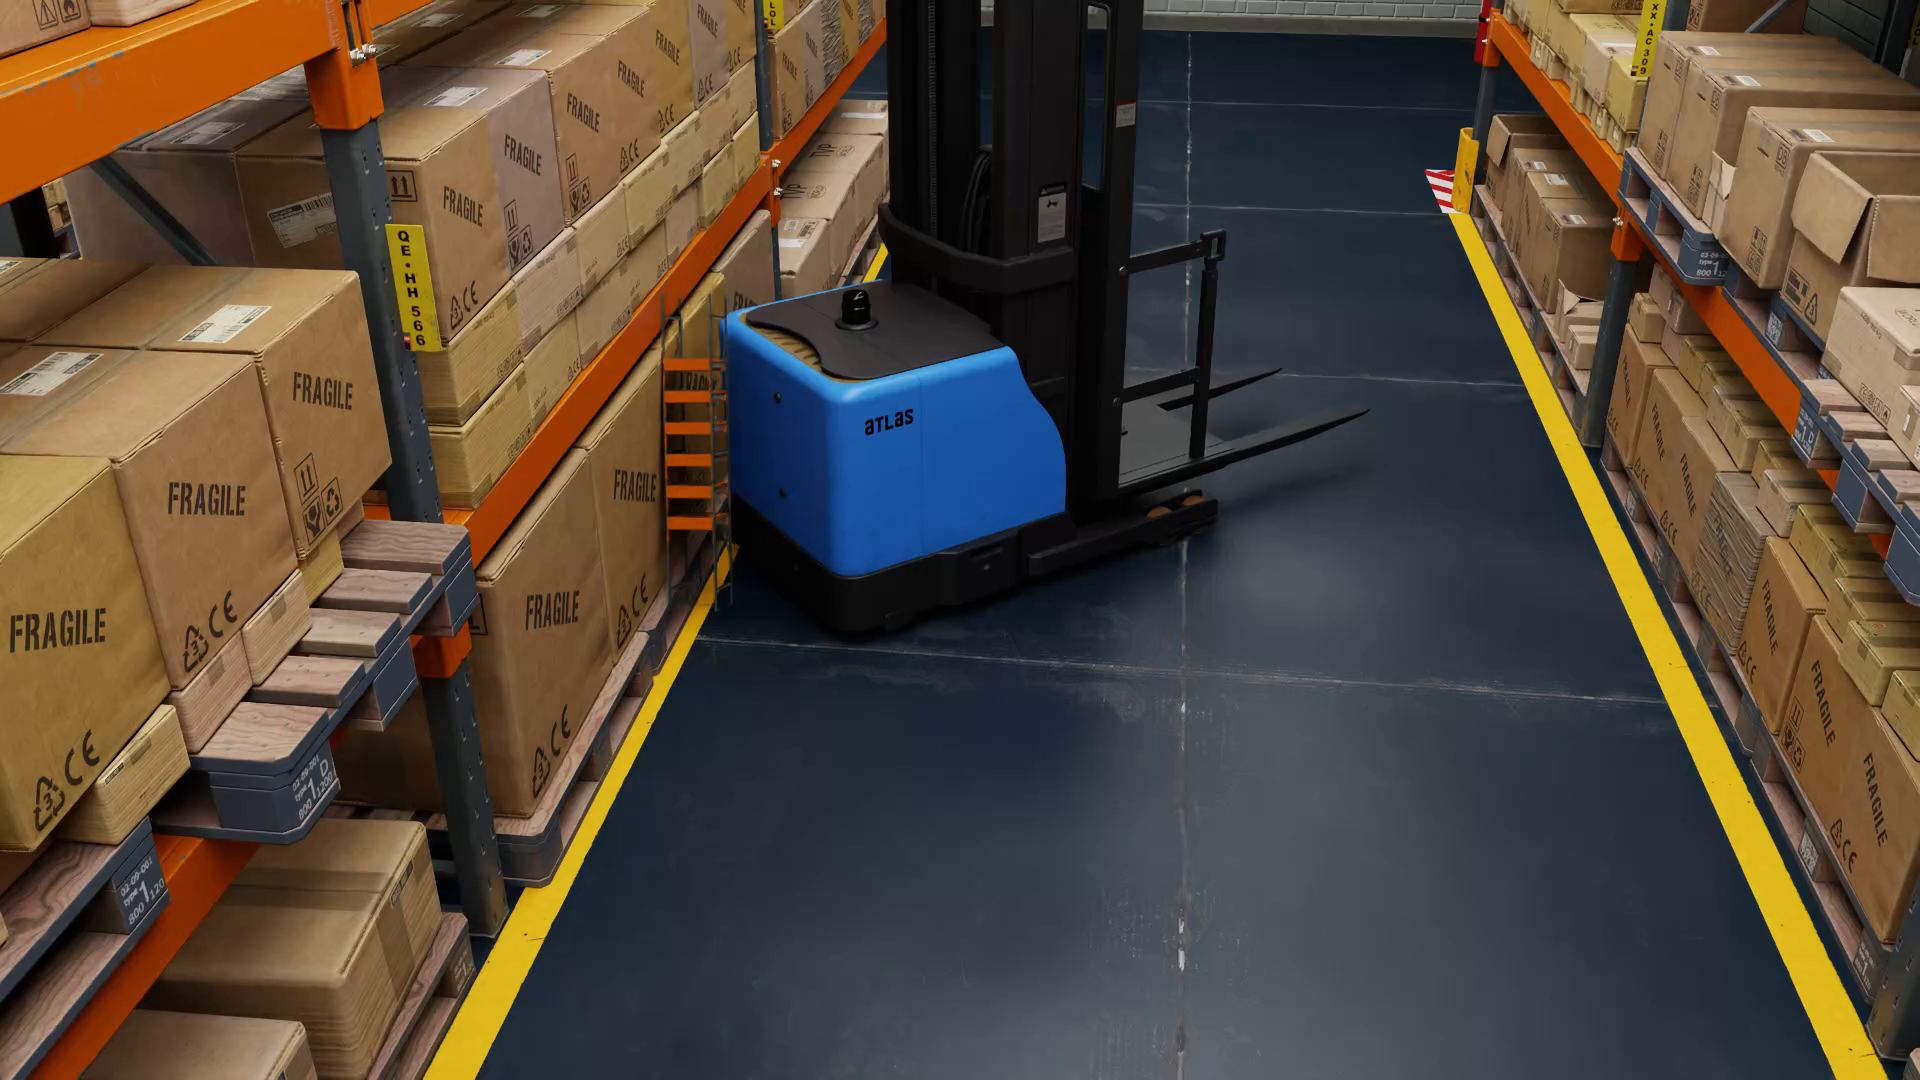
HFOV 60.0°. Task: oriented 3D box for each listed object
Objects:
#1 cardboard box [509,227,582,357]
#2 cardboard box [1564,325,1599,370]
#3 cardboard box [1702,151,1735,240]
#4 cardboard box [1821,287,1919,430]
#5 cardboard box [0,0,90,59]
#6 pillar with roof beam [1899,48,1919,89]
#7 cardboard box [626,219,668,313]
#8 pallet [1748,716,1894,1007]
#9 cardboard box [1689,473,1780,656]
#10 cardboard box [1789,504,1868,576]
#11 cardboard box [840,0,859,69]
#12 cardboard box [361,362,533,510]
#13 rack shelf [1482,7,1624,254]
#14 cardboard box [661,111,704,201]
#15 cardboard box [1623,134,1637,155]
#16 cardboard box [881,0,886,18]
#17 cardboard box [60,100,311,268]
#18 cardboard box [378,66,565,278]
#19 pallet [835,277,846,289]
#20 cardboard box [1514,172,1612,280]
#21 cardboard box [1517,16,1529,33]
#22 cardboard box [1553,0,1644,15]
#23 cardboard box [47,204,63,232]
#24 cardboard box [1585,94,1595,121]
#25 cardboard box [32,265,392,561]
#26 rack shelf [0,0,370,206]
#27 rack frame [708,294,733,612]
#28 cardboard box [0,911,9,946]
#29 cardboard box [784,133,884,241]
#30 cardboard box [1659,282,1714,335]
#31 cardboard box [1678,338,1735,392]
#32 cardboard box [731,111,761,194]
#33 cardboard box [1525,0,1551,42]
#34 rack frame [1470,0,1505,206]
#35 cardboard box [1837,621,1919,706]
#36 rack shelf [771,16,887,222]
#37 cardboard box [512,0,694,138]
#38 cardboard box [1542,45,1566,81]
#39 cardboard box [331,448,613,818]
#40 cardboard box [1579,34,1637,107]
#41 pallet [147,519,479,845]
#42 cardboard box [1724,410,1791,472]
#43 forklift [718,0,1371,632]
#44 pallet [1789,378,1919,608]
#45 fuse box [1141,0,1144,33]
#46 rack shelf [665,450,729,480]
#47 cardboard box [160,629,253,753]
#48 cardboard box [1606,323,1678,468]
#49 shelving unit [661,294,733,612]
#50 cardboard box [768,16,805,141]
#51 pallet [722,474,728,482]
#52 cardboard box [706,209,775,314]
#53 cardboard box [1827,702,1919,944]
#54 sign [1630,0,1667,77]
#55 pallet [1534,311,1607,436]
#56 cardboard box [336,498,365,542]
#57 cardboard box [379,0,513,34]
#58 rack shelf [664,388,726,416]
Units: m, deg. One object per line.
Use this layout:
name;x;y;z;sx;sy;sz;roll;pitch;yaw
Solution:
cardboard box;-1.517;-0.792;5.188;0.500;0.250;0.500;4;29;7
cardboard box;3.306;-0.975;8.461;0.380;0.149;0.250;3;28;5
cardboard box;2.978;-1.260;6.126;0.396;0.266;0.258;5;29;9
cardboard box;2.847;-0.518;4.764;0.500;0.250;0.500;2;28;4
cardboard box;-2.014;-1.089;2.841;0.700;0.500;0.500;3;28;6
pillar with roof beam;0.236;-4.933;6.919;9.100;9.000;0.400;3;28;6
cardboard box;-1.406;-1.042;6.179;0.500;0.250;0.500;3;28;6
pallet;3.168;0.995;5.181;1.003;0.211;1.213;3;28;6
cardboard box;3.055;0.094;6.107;0.500;0.500;0.500;2;28;4
cardboard box;3.034;0.009;5.580;0.380;0.149;0.250;3;28;5
cardboard box;-0.884;-3.016;9.579;0.500;0.500;0.500;4;29;8
cardboard box;-1.578;-0.320;4.839;0.500;0.250;0.500;3;28;5
rack shelf;3.774;-2.391;9.284;1.077;0.370;4.000;3;28;6
cardboard box;-1.322;-1.506;6.513;0.500;0.250;0.500;4;29;7
cardboard box;3.317;-1.821;7.731;0.380;0.149;0.250;4;29;7
cardboard box;-0.704;-3.737;10.919;0.500;0.500;0.500;4;29;6
cardboard box;-2.084;-0.913;4.622;0.500;0.500;0.500;3;28;5
cardboard box;-1.534;-1.106;4.981;0.500;0.500;0.500;3;29;6
pallet;-1.227;-1.179;9.216;1.003;0.211;1.213;3;28;6
cardboard box;3.542;-1.808;9.636;0.500;0.500;0.500;4;29;7
cardboard box;3.721;-3.277;10.436;0.380;0.149;0.250;4;29;7
cardboard box;3.512;-3.140;8.970;0.500;0.500;0.500;4;29;7
cardboard box;-5.841;-1.989;10.342;0.380;0.149;0.250;3;28;5
cardboard box;3.394;-2.190;8.417;0.380;0.149;0.250;4;29;8
cardboard box;-1.668;-0.300;3.782;0.500;0.500;0.500;3;28;5
rack shelf;-2.133;-0.233;2.115;1.077;0.370;4.000;3;28;6
rack frame;-0.918;-0.334;6.384;0.006;1.200;0.240;0;6;8
cardboard box;-1.806;0.657;2.689;0.380;0.149;0.250;2;28;5
cardboard box;-0.993;-2.245;10.513;0.875;0.438;0.875;4;29;8
cardboard box;3.236;-0.989;7.118;0.380;0.149;0.250;2;28;4
cardboard box;3.243;-0.727;6.945;0.380;0.149;0.250;2;28;4
cardboard box;-1.203;-1.761;7.515;0.500;0.250;0.500;3;28;5
cardboard box;3.575;-3.040;9.575;0.500;0.250;0.500;3;28;5
rack frame;4.019;-3.649;10.861;1.000;3.000;0.127;3;28;6
cardboard box;2.850;0.369;4.911;0.380;0.149;0.250;2;28;4
rack shelf;-1.153;-2.678;9.816;1.077;0.370;4.000;3;28;6
cardboard box;-1.341;-1.831;6.326;0.500;0.500;0.500;4;29;8
cardboard box;3.487;-2.671;9.310;0.380;0.149;0.250;4;29;7
cardboard box;-1.721;0.260;5.402;0.875;0.875;0.875;3;28;6
cardboard box;3.396;-2.322;8.242;0.500;0.250;0.500;3;29;6
pallet;-1.870;0.256;3.815;1.213;0.211;1.003;3;28;6
cardboard box;3.123;-0.365;6.273;0.380;0.149;0.250;4;29;8
forklift;0.523;-1.457;6.863;3.031;2.935;1.130;-18;33;-29
pallet;3.052;-0.122;4.516;1.213;0.211;1.003;3;28;6
fuse box;1.827;-5.834;16.274;0.539;1.711;0.414;3;28;6
rack shelf;-1.008;-0.291;6.400;0.180;0.103;0.258;0;6;8
cardboard box;-1.681;0.293;3.365;0.380;0.149;0.250;2;28;4
cardboard box;3.246;-0.636;7.461;0.500;0.500;0.500;5;29;8
shelving unit;-1.009;-0.335;6.396;0.189;1.200;0.258;0;6;8
cardboard box;-1.081;-2.303;8.256;0.500;0.500;0.500;4;29;8
pallet;-1.418;-0.458;7.877;1.003;0.211;1.213;3;28;6
cardboard box;-1.395;-1.006;7.752;0.875;0.875;0.875;4;29;8
cardboard box;2.877;0.821;4.757;0.500;0.500;0.500;4;29;8
sign;2.989;-2.175;7.213;0.100;0.325;0.005;3;28;6
pallet;3.614;-0.862;8.627;1.003;0.211;1.213;3;28;6
cardboard box;-1.695;-0.076;4.051;0.380;0.149;0.250;4;29;8
cardboard box;-1.893;-1.626;5.946;0.500;0.500;0.500;3;28;5
rack shelf;-1.010;-0.529;6.376;0.180;0.103;0.258;0;6;8
